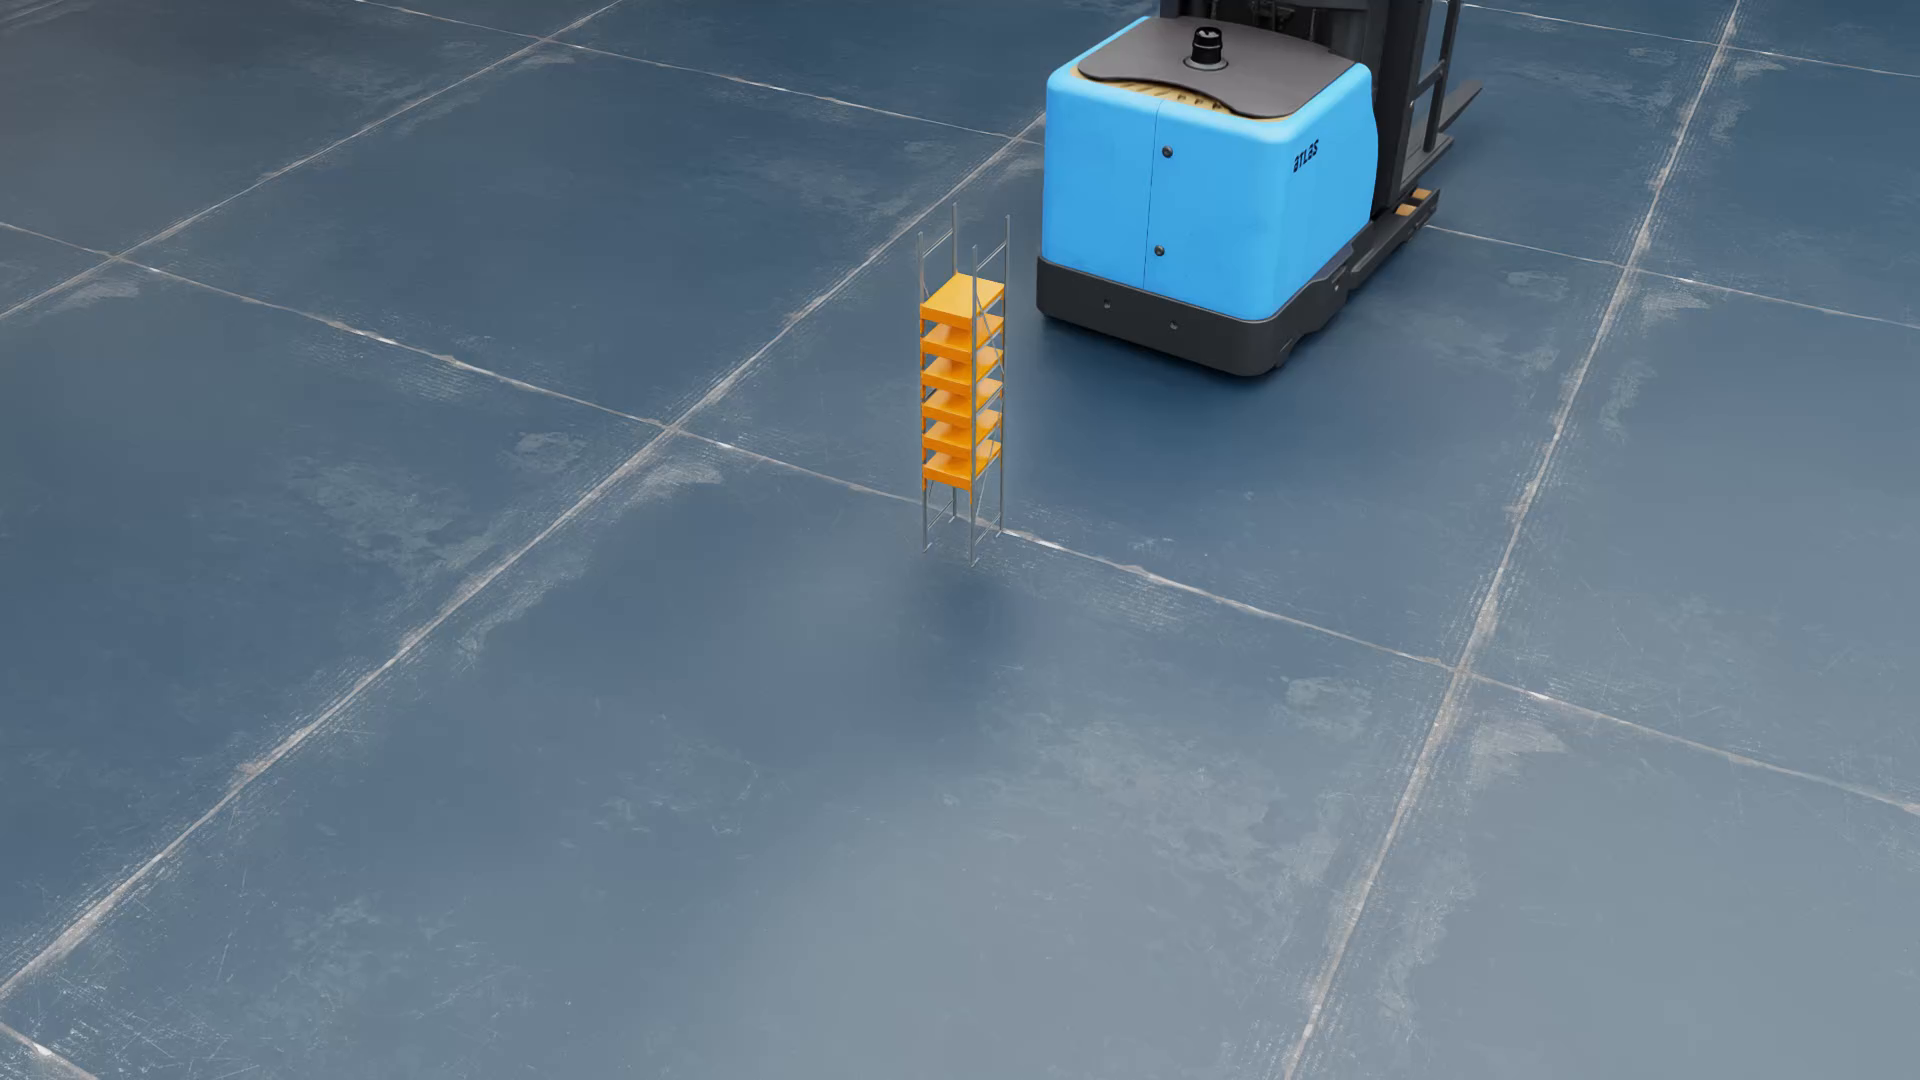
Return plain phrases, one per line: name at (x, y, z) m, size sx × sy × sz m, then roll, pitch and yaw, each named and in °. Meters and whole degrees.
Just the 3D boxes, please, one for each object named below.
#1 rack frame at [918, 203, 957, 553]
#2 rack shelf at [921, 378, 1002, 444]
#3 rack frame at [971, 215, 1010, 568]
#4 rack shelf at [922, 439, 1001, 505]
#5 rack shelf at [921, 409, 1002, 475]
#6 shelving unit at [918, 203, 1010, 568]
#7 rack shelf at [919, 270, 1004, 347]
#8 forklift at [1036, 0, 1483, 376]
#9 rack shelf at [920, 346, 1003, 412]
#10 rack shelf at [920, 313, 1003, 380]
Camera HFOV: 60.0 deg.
rack frame at (-0.068, -0.499, 5.415) m, size 0.006 × 1.200 × 0.240 m, roll 17°, pitch 41°, yaw 21°
rack shelf at (0.013, -0.438, 5.409) m, size 0.180 × 0.103 × 0.258 m, roll 17°, pitch 41°, yaw 21°
rack frame at (0.094, -0.448, 5.348) m, size 0.006 × 1.200 × 0.240 m, roll 17°, pitch 41°, yaw 21°
rack shelf at (0.013, -0.247, 5.554) m, size 0.180 × 0.103 × 0.258 m, roll 17°, pitch 41°, yaw 21°
rack shelf at (0.013, -0.343, 5.481) m, size 0.180 × 0.103 × 0.258 m, roll 17°, pitch 41°, yaw 21°
shelving unit at (0.013, -0.474, 5.382) m, size 0.189 × 1.200 × 0.258 m, roll 17°, pitch 41°, yaw 21°
rack shelf at (0.013, -0.725, 5.191) m, size 0.180 × 0.103 × 0.258 m, roll 17°, pitch 41°, yaw 21°
forklift at (1.545, -2.661, 6.832) m, size 1.130 × 2.935 × 3.031 m, roll 22°, pitch 42°, yaw 26°
rack shelf at (0.013, -0.534, 5.336) m, size 0.180 × 0.103 × 0.258 m, roll 17°, pitch 41°, yaw 21°
rack shelf at (0.013, -0.630, 5.264) m, size 0.180 × 0.103 × 0.258 m, roll 17°, pitch 41°, yaw 21°
